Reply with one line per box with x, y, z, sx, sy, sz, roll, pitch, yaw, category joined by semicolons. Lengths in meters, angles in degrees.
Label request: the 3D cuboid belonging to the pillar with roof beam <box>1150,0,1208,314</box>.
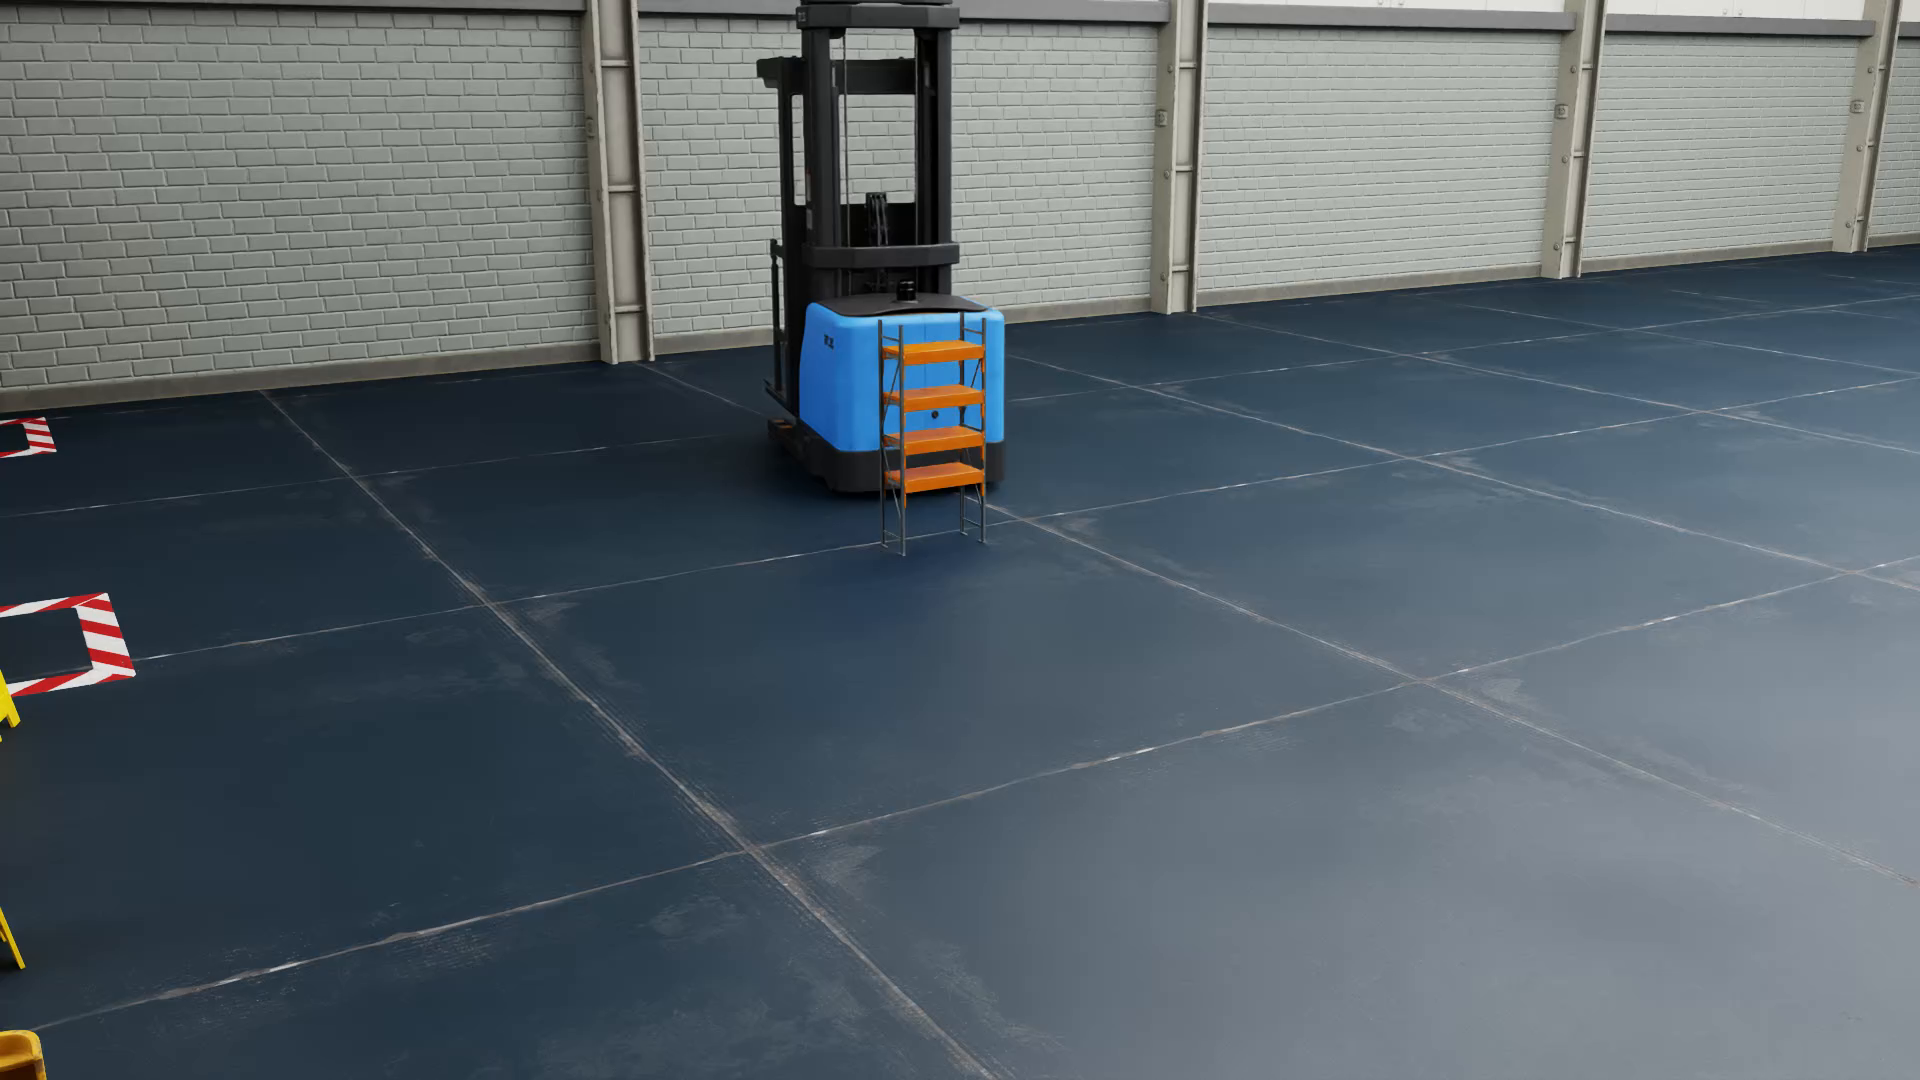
4.456;-5.745;12.732;0.400;9.000;9.100;-9;18;-30;pillar with roof beam

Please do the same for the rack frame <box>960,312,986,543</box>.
0.067;-0.589;8.787;0.015;1.200;0.240;-9;18;-30;rack frame

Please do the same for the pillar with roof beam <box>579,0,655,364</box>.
-0.687;-4.911;9.756;0.400;9.000;9.100;-9;18;-30;pillar with roof beam

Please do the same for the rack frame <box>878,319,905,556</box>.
-0.351;-0.521;8.545;0.015;1.200;0.240;-9;18;-30;rack frame

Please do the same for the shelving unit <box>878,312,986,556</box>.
-0.142;-0.555;8.666;0.503;1.200;0.258;-9;18;-30;shelving unit

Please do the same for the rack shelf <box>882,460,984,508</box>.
-0.142;-0.299;8.738;0.480;0.148;0.258;-9;18;-30;rack shelf

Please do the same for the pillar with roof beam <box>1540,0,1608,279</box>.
9.599;-6.579;15.707;0.400;9.000;9.100;-9;18;-30;pillar with roof beam

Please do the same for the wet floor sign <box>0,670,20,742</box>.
-3.713;0.430;6.179;0.232;0.644;0.267;-3;16;-11;wet floor sign

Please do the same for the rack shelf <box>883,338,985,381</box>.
-0.142;-0.933;8.560;0.480;0.148;0.258;-9;18;-30;rack shelf

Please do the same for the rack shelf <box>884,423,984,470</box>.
-0.142;-0.490;8.684;0.480;0.148;0.258;-9;18;-30;rack shelf

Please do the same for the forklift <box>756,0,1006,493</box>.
-0.665;-2.040;10.757;1.130;2.935;3.031;-5;16;-17;forklift

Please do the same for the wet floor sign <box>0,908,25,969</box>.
-2.786;0.878;4.581;0.232;0.644;0.267;-13;20;-39;wet floor sign

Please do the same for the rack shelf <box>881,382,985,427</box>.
-0.142;-0.705;8.624;0.480;0.148;0.258;-9;18;-30;rack shelf

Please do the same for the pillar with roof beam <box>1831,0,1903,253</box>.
14.742;-7.413;18.682;0.400;9.000;9.100;-9;18;-30;pillar with roof beam

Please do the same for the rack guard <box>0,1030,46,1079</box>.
-1.770;1.407;2.964;0.348;0.500;1.175;-9;18;-30;rack guard
